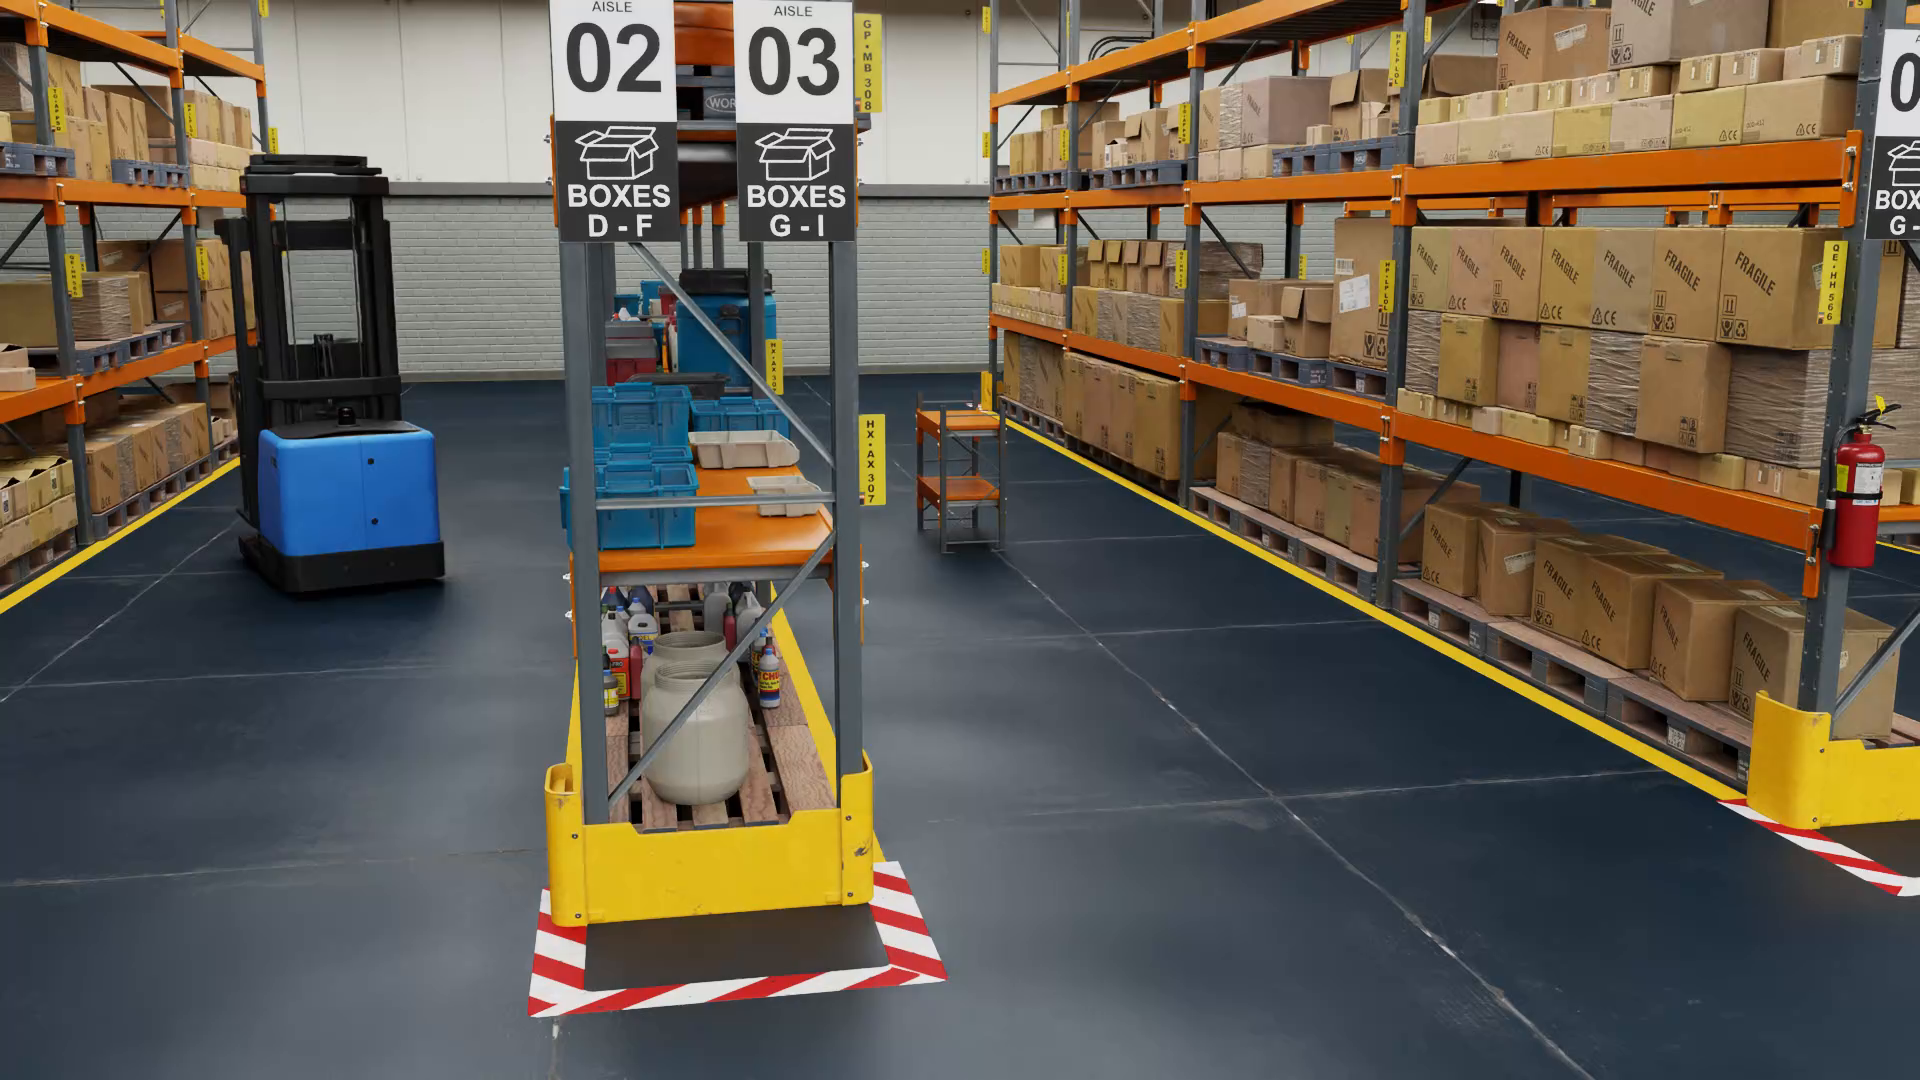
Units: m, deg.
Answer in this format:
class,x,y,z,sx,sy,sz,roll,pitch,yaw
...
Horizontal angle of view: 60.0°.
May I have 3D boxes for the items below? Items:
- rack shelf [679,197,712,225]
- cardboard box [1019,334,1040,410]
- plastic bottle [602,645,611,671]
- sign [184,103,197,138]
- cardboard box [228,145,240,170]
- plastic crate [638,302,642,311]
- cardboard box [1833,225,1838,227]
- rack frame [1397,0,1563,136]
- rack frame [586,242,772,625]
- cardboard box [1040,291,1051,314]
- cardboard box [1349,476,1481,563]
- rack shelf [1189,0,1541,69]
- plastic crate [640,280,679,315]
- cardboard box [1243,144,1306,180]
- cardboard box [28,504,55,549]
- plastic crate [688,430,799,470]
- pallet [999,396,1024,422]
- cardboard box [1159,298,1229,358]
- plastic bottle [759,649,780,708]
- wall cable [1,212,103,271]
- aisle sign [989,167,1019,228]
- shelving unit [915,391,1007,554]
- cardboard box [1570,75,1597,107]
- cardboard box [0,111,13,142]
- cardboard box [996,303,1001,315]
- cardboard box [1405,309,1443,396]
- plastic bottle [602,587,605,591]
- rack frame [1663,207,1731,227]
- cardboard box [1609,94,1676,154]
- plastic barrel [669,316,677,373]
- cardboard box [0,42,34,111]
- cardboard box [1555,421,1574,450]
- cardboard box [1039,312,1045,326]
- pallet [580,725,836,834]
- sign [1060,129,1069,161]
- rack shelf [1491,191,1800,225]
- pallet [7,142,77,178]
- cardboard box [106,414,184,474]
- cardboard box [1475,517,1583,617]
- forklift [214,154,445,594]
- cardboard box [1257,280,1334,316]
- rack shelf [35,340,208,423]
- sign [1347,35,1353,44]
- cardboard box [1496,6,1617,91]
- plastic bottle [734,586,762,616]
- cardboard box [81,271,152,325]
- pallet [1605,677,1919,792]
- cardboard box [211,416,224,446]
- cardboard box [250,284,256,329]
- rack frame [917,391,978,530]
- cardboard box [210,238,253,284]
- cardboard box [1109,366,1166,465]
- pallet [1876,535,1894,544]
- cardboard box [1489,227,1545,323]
class,x,y,z,sx,sy,sz,roll,pitch,yaw
rack shelf,-2.802,-3.084,15.281,1.077,0.370,4.000,-2,11,-11
cardboard box,1.270,-2.126,20.904,0.875,0.875,0.875,-2,11,-11
plastic bottle,-1.685,0.646,7.866,0.061,0.283,0.133,-2,11,-10
sign,-7.507,-4.094,16.223,0.100,0.325,0.005,-2,11,-11
cardboard box,-8.184,-4.171,18.129,0.500,0.250,0.500,-2,11,-11
plastic crate,-3.929,-2.658,19.428,0.416,0.233,0.300,-2,11,-11
cardboard box,11.071,-3.828,20.609,0.380,0.149,0.250,-2,11,-10
rack frame,3.223,-3.991,10.098,1.000,3.000,0.127,-2,11,-11
rack frame,-1.635,-0.864,9.713,1.000,3.000,0.127,-2,11,-11
cardboard box,1.221,-2.750,19.228,0.500,0.250,0.500,-2,11,-9
cardboard box,3.125,-0.146,11.448,0.700,0.500,0.500,-3,11,-15
rack shelf,2.834,-3.808,12.130,1.077,0.370,4.000,-2,11,-11
plastic crate,-3.720,-3.057,20.980,0.616,0.435,0.499,-2,11,-11
cardboard box,2.496,-2.894,12.757,0.500,0.250,0.500,-2,11,-10
cardboard box,-6.827,-0.092,11.886,0.500,0.250,0.500,-2,11,-12
plastic crate,-1.071,-0.446,8.221,0.530,0.136,0.437,-2,11,-11
pallet,1.122,-1.731,21.728,1.003,0.211,1.213,-2,11,-11
cardboard box,2.106,-1.908,14.933,0.500,0.500,0.500,-2,11,-9
plastic bottle,-0.904,0.650,7.879,0.097,0.271,0.097,0,11,0
wall cable,-14.436,-5.177,24.631,3.097,2.526,0.112,-2,11,-11
aisle sign,0.581,-4.524,21.992,0.394,0.787,0.004,-2,11,-11
shelving unit,-0.001,-0.554,13.098,0.538,1.125,1.048,-2,11,-11
cardboard box,3.359,-2.285,8.493,0.380,0.149,0.250,-2,11,-10
cardboard box,-7.129,-2.943,11.892,0.500,0.250,0.500,-3,11,-15
cardboard box,0.686,-2.997,21.594,0.380,0.149,0.250,-2,11,-12
cardboard box,3.250,-1.154,10.177,0.875,0.500,0.500,-2,11,-11
plastic bottle,-2.003,0.335,9.536,0.097,0.271,0.097,0,11,0
rack frame,10.610,-3.605,24.116,1.000,3.000,0.127,-2,11,-11
cardboard box,3.467,-1.975,7.930,0.500,0.250,0.500,-2,11,-10
plastic barrel,-1.833,-1.328,11.788,0.433,0.535,0.433,0,11,0
cardboard box,-7.351,-3.512,12.663,0.500,0.500,0.500,-2,11,-11
cardboard box,3.368,-0.551,8.743,0.380,0.149,0.250,-2,11,-11
cardboard box,1.137,-2.573,19.366,0.380,0.149,0.250,-2,11,-10
pallet,-1.071,1.078,6.967,1.003,0.211,1.213,-2,11,-11
sign,1.123,-4.257,17.924,0.100,0.325,0.005,-2,11,-11
rack shelf,6.941,-3.426,17.078,1.077,0.370,4.000,-2,11,-11
pallet,-7.053,-2.678,11.725,1.213,0.211,1.003,-2,11,-8
cardboard box,-7.488,-0.877,15.290,0.500,0.500,0.500,-2,11,-10
cardboard box,3.381,0.157,9.910,0.500,0.500,0.500,1,11,7
forklift,-4.763,-1.310,12.242,1.130,2.935,3.031,-6,13,-30
cardboard box,2.796,-1.837,13.434,0.700,0.500,0.500,0,11,-3
rack shelf,-7.661,-1.431,14.619,1.077,0.370,4.000,-2,11,-11
sign,5.242,-6.832,22.314,0.100,0.325,0.005,-2,11,-11
cardboard box,3.561,-2.885,9.910,0.500,0.500,0.500,-2,11,-13
plastic bottle,-1.127,0.423,8.858,0.144,0.351,0.185,-2,11,-11
cardboard box,-8.178,-2.312,15.931,0.700,0.500,0.500,-6,12,-30
pallet,3.863,0.895,7.928,1.003,0.211,1.213,-2,11,-11
cardboard box,-7.920,-1.132,17.135,0.500,0.311,0.500,-2,11,-11
cardboard box,-8.278,-2.675,18.963,0.500,0.500,0.500,-2,11,-11
rack frame,-0.100,-0.647,13.588,0.500,1.125,0.032,-2,11,-11
cardboard box,-8.268,-3.166,18.869,0.500,0.500,0.500,-2,11,-9
cardboard box,2.166,-1.231,16.202,1.225,0.875,0.875,-2,11,-11
pallet,7.644,-0.199,13.677,1.003,0.211,1.213,-2,11,-11
cardboard box,3.257,-1.455,9.083,0.500,0.500,0.500,-2,11,-11
